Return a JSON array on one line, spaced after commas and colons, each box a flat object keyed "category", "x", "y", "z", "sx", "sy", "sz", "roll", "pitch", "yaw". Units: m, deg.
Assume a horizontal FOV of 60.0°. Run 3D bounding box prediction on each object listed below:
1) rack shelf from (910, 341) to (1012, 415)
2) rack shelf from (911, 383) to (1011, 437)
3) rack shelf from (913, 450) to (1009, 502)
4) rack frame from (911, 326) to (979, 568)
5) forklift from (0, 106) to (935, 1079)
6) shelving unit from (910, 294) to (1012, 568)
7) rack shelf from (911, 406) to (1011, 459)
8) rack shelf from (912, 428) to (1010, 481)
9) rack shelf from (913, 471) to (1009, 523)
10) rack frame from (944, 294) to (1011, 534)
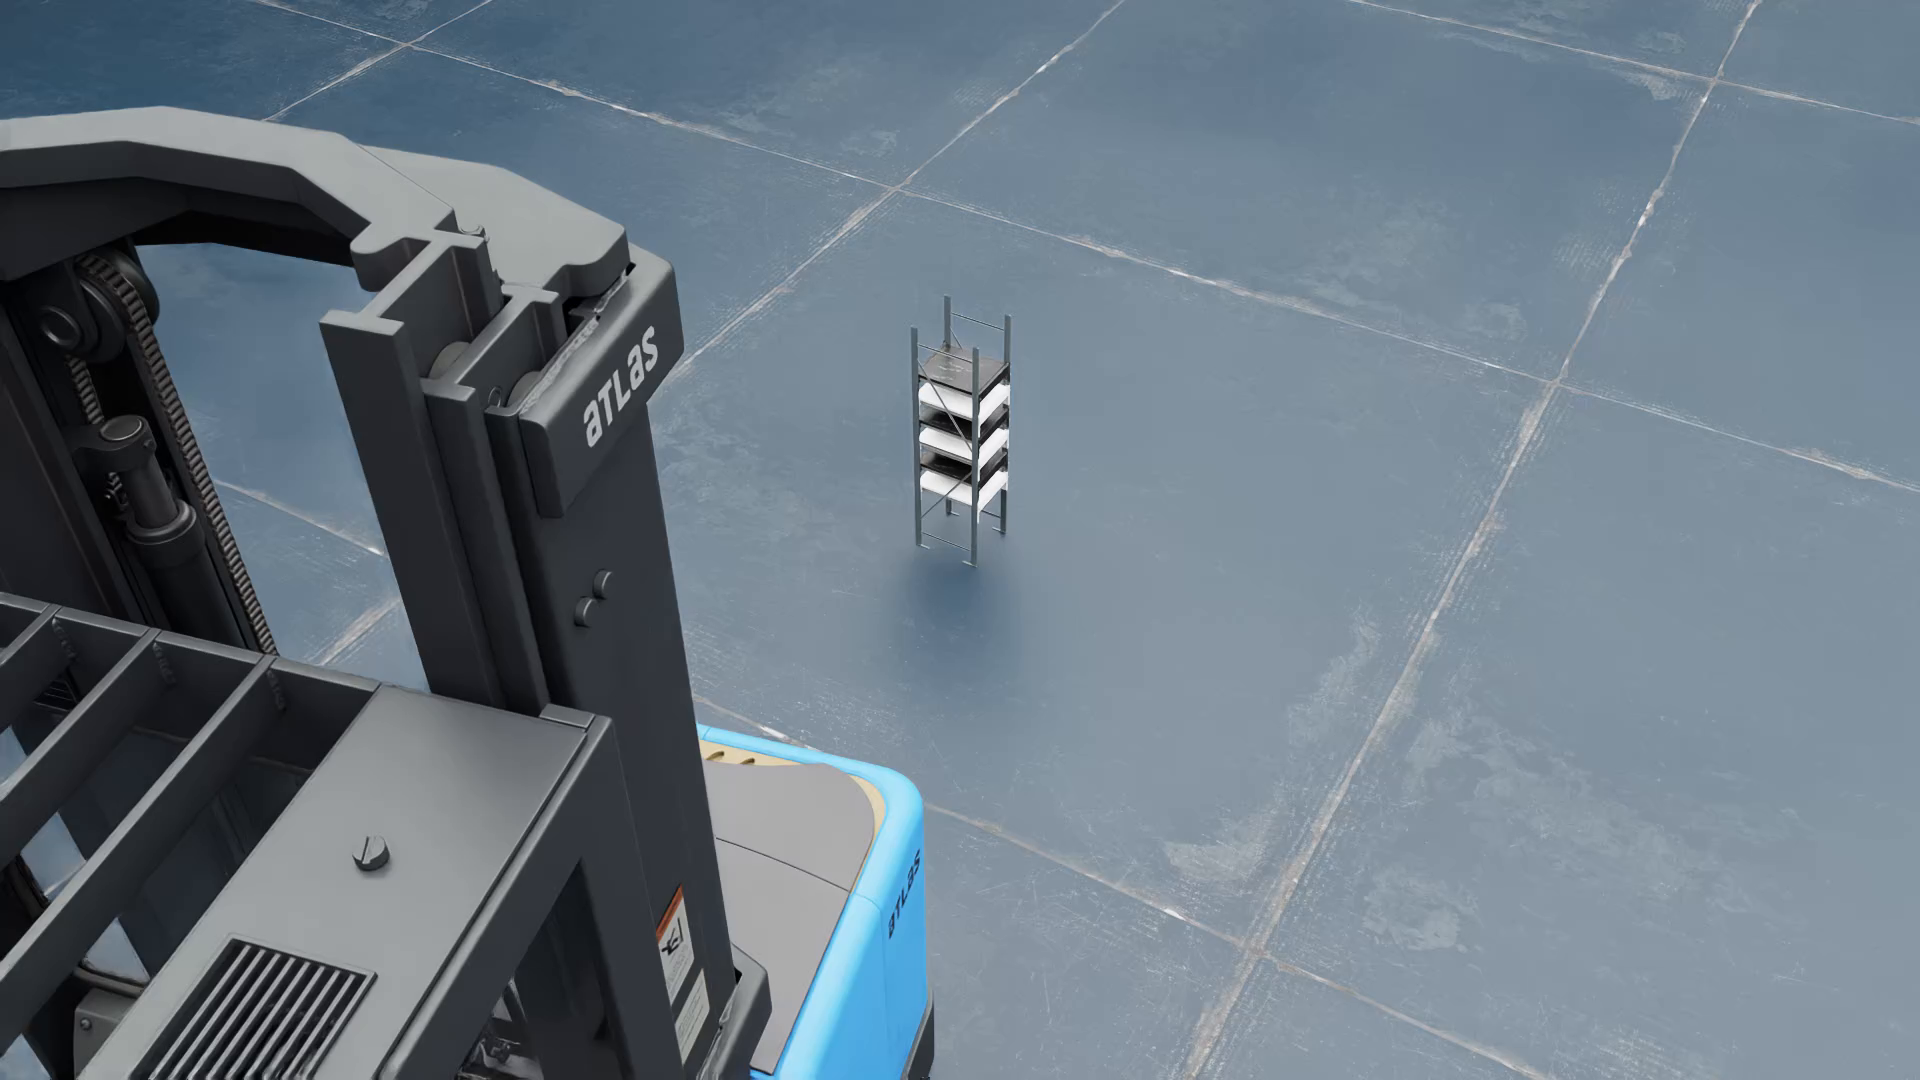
[{"category": "rack shelf", "x": 0.004, "y": -0.520, "z": 5.301, "sx": 0.258, "sy": 0.077, "sz": 0.200, "roll": 21, "pitch": 45, "yaw": 22}, {"category": "rack shelf", "x": 0.004, "y": -0.452, "z": 5.361, "sx": 0.258, "sy": 0.077, "sz": 0.200, "roll": 21, "pitch": 45, "yaw": 22}, {"category": "rack shelf", "x": 0.004, "y": -0.250, "z": 5.539, "sx": 0.258, "sy": 0.077, "sz": 0.200, "roll": 21, "pitch": 45, "yaw": 22}, {"category": "rack frame", "x": -0.047, "y": -0.284, "z": 5.392, "sx": 0.240, "sy": 0.900, "sz": 0.006, "roll": 21, "pitch": 45, "yaw": 22}, {"category": "forklift", "x": -0.976, "y": 1.051, "z": 2.339, "sx": 1.130, "sy": 2.935, "sz": 3.031, "roll": 11, "pitch": 43, "yaw": 12}, {"category": "shelving unit", "x": 0.004, "y": -0.342, "z": 5.458, "sx": 0.258, "sy": 0.900, "sz": 0.210, "roll": 21, "pitch": 45, "yaw": 22}, {"category": "rack shelf", "x": 0.004, "y": -0.385, "z": 5.420, "sx": 0.258, "sy": 0.077, "sz": 0.200, "roll": 21, "pitch": 45, "yaw": 22}, {"category": "rack shelf", "x": 0.004, "y": -0.317, "z": 5.480, "sx": 0.258, "sy": 0.077, "sz": 0.200, "roll": 21, "pitch": 45, "yaw": 22}, {"category": "rack shelf", "x": 0.004, "y": -0.182, "z": 5.599, "sx": 0.258, "sy": 0.077, "sz": 0.200, "roll": 21, "pitch": 45, "yaw": 22}, {"category": "rack frame", "x": 0.055, "y": -0.401, "z": 5.524, "sx": 0.240, "sy": 0.900, "sz": 0.006, "roll": 21, "pitch": 45, "yaw": 22}]
